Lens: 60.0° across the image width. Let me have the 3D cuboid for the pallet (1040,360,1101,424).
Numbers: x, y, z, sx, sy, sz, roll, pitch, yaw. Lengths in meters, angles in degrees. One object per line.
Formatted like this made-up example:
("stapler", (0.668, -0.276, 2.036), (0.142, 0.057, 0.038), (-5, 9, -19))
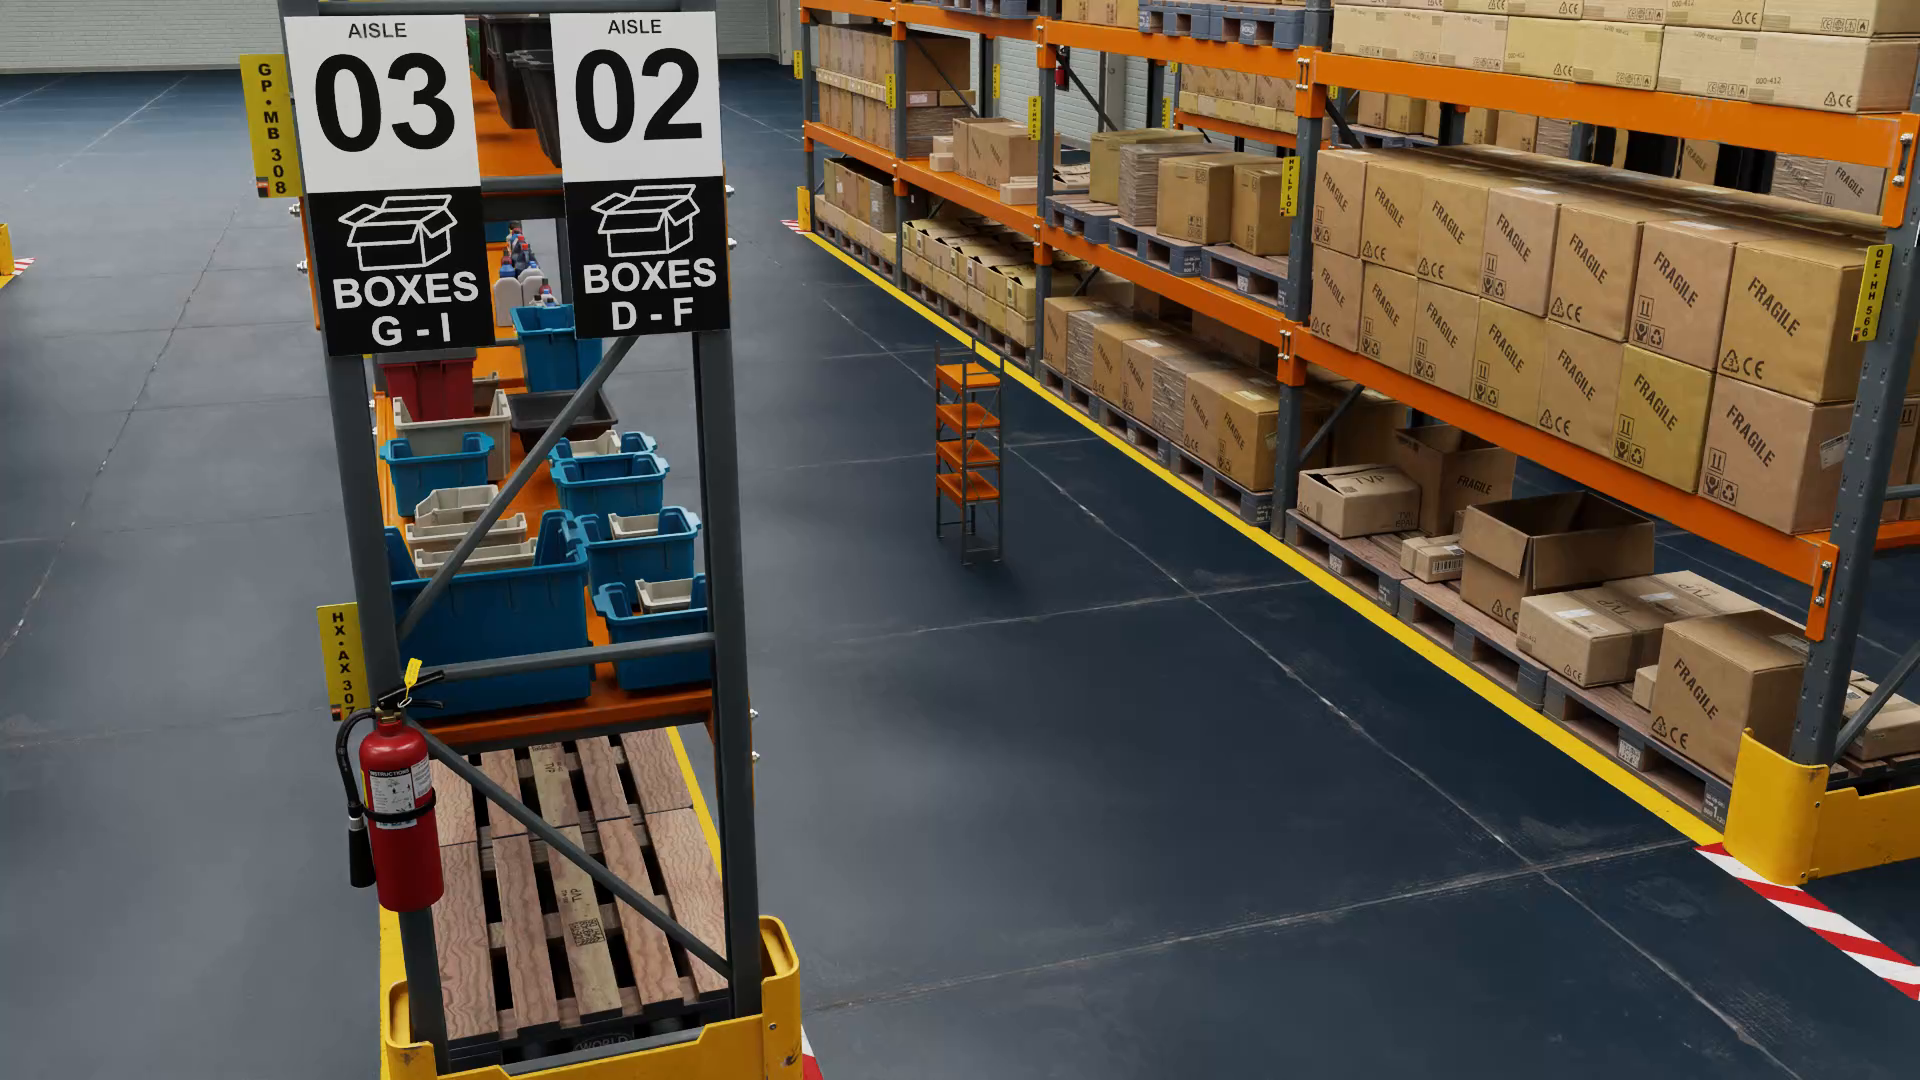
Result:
("pallet", (1.298, -1.203, 12.953), (1.003, 0.211, 1.213), (-6, 21, -17))

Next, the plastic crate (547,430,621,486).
("plastic crate", (-1.515, -0.327, 6.692), (0.293, 0.136, 0.466), (-6, 21, -17))

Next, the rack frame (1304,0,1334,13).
("rack frame", (2.356, -4.299, 8.572), (1.000, 3.000, 0.127), (-6, 21, -17))

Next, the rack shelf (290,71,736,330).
("rack shelf", (-1.719, -1.381, 5.952), (1.077, 0.370, 4.000), (-6, 21, -17))

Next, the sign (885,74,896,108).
("sign", (-0.685, -4.428, 16.408), (0.100, 0.325, 0.005), (-6, 21, -17))

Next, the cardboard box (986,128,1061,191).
("cardboard box", (0.556, -3.343, 14.637), (0.500, 0.500, 0.500), (-8, 21, -20))

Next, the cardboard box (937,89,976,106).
("cardboard box", (-0.059, -4.502, 16.904), (0.380, 0.149, 0.250), (-6, 21, -17))

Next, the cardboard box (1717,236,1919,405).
("cardboard box", (3.213, -0.823, 6.143), (0.500, 0.500, 0.500), (-7, 21, -18))

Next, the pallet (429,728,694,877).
("pallet", (-1.692, 0.986, 6.858), (1.003, 0.211, 1.213), (-6, 21, -17))

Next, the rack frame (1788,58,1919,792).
("rack frame", (3.614, -0.192, 6.012), (1.000, 3.000, 0.127), (-6, 21, -17))

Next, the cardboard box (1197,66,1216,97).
("cardboard box", (3.297, -5.801, 20.711), (0.500, 0.500, 0.500), (-6, 21, -17))

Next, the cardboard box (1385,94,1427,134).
("cardboard box", (4.840, -4.477, 17.145), (0.700, 0.500, 0.500), (-4, 20, -12))

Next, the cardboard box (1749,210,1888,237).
("cardboard box", (3.553, -1.047, 6.766), (0.500, 0.500, 0.500), (-6, 21, -17))

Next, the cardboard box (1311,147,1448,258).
("cardboard box", (2.237, -1.812, 8.896), (0.500, 0.500, 0.500), (-6, 21, -16))

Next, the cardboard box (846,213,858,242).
("cardboard box", (-0.988, -3.552, 18.816), (0.500, 0.250, 0.500), (-6, 21, -17))

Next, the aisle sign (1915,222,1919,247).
("aisle sign", (3.344, -1.361, 5.421), (0.394, 0.787, 0.004), (-6, 21, -17))

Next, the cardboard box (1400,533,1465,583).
("cardboard box", (2.564, 0.085, 8.782), (0.380, 0.166, 0.250), (-6, 21, -17))

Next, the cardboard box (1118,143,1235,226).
("cardboard box", (1.510, -2.500, 11.669), (0.700, 0.500, 0.500), (-3, 20, -7))

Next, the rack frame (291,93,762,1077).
("rack frame", (-1.090, 0.334, 4.551), (1.000, 3.000, 0.127), (-6, 21, -17))

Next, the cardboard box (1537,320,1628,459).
("cardboard box", (2.896, -0.680, 7.225), (0.500, 0.500, 0.500), (-6, 21, -17))

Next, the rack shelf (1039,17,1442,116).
("rack shelf", (1.728, -3.190, 10.988), (1.077, 0.370, 4.000), (-6, 21, -17))

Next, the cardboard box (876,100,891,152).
("cardboard box", (-0.476, -4.400, 17.581), (0.700, 0.500, 0.500), (-7, 21, -18))

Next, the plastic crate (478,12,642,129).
("plastic crate", (-1.309, -1.568, 5.500), (0.504, 0.338, 0.767), (-6, 21, -17))

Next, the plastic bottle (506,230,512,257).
("plastic bottle", (-3.053, -2.017, 11.388), (0.097, 0.201, 0.097), (0, 20, 0))

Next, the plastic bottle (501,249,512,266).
("plastic bottle", (-2.792, -1.653, 10.254), (0.061, 0.283, 0.133), (-6, 21, -17))

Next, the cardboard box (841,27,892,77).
("cardboard box", (-0.935, -5.486, 18.685), (0.700, 0.500, 0.500), (-6, 21, -17))

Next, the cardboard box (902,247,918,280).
("cardboard box", (-0.267, -2.790, 16.694), (0.500, 0.250, 0.500), (-7, 21, -19))

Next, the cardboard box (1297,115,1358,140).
("cardboard box", (4.107, -4.629, 18.558), (0.500, 0.250, 0.500), (-6, 21, -17))

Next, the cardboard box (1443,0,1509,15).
("cardboard box", (2.578, -2.547, 7.616), (0.500, 0.250, 0.500), (-6, 21, -17))

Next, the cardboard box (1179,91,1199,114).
("cardboard box", (3.138, -5.602, 21.268), (0.500, 0.250, 0.500), (-7, 21, -19))

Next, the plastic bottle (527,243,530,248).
("plastic bottle", (-2.713, -1.728, 10.461), (0.061, 0.283, 0.133), (-6, 21, -17))

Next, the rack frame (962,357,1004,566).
("rack frame", (0.129, -0.433, 9.348), (0.240, 1.200, 0.015), (-6, 21, -17))

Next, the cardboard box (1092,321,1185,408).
("cardboard box", (1.294, -1.284, 12.101), (0.500, 0.500, 0.500), (-7, 21, -18))

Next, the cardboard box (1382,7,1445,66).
("cardboard box", (2.428, -2.473, 8.149), (0.500, 0.250, 0.500), (-6, 21, -17))

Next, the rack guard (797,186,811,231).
("rack guard", (-1.423, -4.157, 20.751), (1.175, 0.500, 0.348), (-6, 21, -17))

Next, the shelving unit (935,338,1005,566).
("shelving unit", (0.052, -0.512, 9.566), (0.258, 1.200, 0.503), (-6, 21, -17))

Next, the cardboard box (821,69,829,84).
("cardboard box", (-1.411, -5.445, 19.531), (0.380, 0.149, 0.250), (-7, 21, -19))

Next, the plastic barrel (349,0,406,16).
("plastic barrel", (-2.827, -2.919, 8.270), (0.600, 0.588, 0.600), (0, 20, 0))

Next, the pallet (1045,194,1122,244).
("pallet", (1.379, -2.458, 12.608), (1.213, 0.211, 1.003), (-6, 21, -17))

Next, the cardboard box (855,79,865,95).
("cardboard box", (-0.931, -4.952, 18.158), (0.380, 0.149, 0.250), (-6, 21, -15))

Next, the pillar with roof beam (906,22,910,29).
("pillar with roof beam", (-5.417, -13.863, 35.201), (9.100, 9.000, 0.400), (-6, 21, -17))

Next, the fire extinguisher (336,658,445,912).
("fire extinguisher", (-1.474, 0.642, 4.357), (0.296, 0.674, 0.183), (-6, 21, -17))

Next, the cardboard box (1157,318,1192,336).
("cardboard box", (1.778, -1.348, 12.279), (0.500, 0.500, 0.500), (-7, 21, -19))

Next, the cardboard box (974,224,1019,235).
("cardboard box", (0.411, -2.944, 16.293), (0.500, 0.311, 0.500), (-6, 21, -16))

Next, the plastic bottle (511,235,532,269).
("plastic bottle", (-2.703, -1.704, 10.295), (0.144, 0.351, 0.185), (-6, 21, -17))

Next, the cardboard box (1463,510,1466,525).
("cardboard box", (3.040, -0.023, 8.871), (0.500, 0.311, 0.500), (-6, 21, -17))

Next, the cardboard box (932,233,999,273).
("cardboard box", (0.051, -2.724, 15.679), (0.500, 0.311, 0.500), (-7, 21, -19))

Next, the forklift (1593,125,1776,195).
("forklift", (4.484, -1.979, 11.089), (1.130, 2.935, 3.031), (-6, 21, -15))

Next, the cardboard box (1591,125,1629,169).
("cardboard box", (5.710, -3.300, 14.048), (0.500, 0.500, 0.500), (-6, 21, -16))

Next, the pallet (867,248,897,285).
("pallet", (-0.368, -2.990, 17.928), (1.003, 0.211, 1.213), (-6, 21, -17))

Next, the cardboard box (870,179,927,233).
("cardboard box", (-0.658, -3.586, 17.801), (0.500, 0.500, 0.500), (-6, 21, -17))

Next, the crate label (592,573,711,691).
("crate label", (-0.855, 0.270, 4.887), (0.416, 0.233, 0.303), (-6, 21, -17))

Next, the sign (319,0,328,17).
("sign", (-2.870, -2.308, 7.455), (0.100, 0.325, 0.005), (-6, 21, -17))

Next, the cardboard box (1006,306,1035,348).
("cardboard box", (0.702, -1.805, 13.952), (0.500, 0.250, 0.500), (-6, 21, -16))

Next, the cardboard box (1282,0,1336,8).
("cardboard box", (2.268, -3.348, 9.446), (0.600, 0.600, 0.600), (-8, 21, -22))
